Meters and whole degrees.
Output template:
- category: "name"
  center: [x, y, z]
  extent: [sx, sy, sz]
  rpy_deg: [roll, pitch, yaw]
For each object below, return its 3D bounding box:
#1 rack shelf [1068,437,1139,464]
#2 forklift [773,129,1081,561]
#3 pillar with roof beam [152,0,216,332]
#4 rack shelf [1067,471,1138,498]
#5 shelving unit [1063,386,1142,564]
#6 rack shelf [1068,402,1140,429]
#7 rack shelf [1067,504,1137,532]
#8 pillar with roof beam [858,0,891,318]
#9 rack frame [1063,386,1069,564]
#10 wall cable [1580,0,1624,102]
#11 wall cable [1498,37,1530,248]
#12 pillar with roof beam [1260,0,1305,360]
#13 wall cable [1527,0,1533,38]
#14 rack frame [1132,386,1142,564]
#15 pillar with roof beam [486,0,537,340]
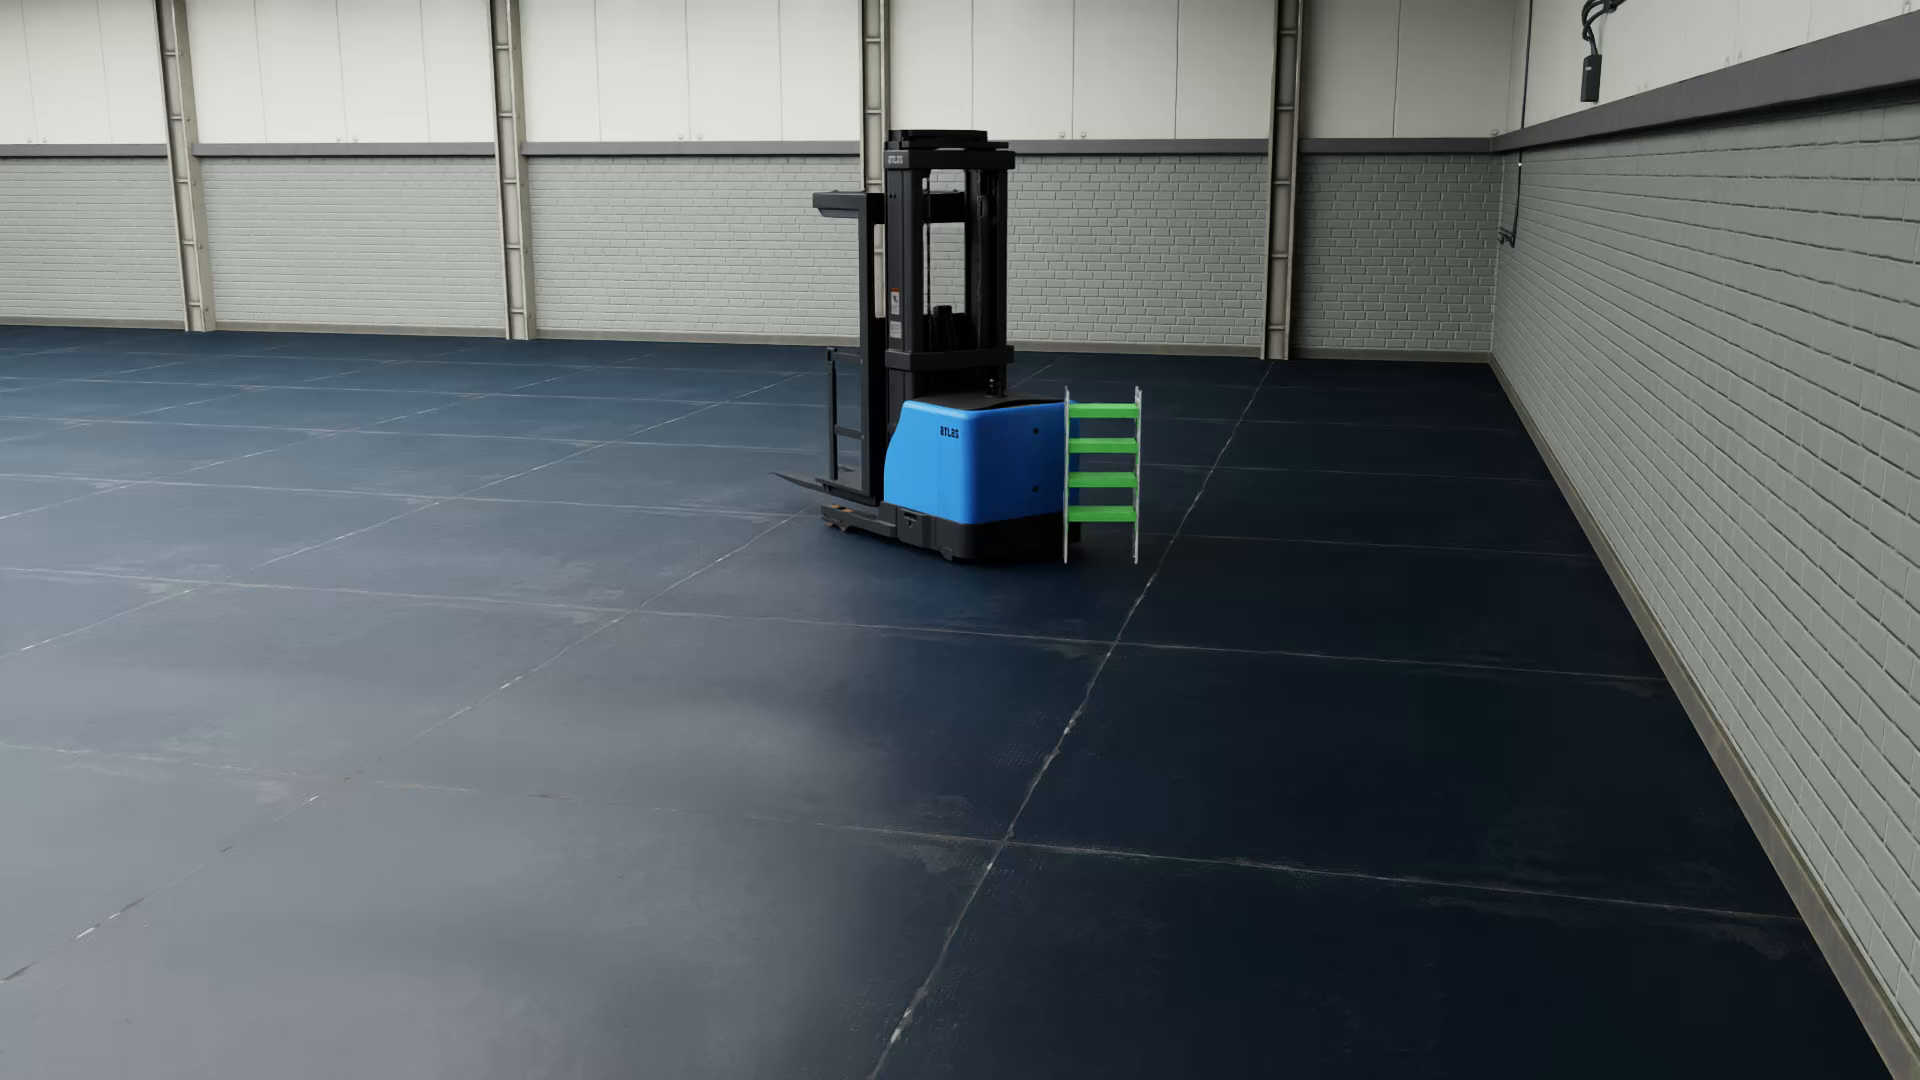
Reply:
- category: "rack shelf"
  center: [0.976, -0.620, 11.443]
  extent: [0.480, 0.148, 0.258]
  rpy_deg: [0, 13, 0]
- category: "forklift"
  center: [-0.401, -1.555, 12.475]
  extent: [1.130, 2.935, 3.031]
  rpy_deg: [-9, 15, -35]
- category: "pillar with roof beam"
  center: [-13.944, -7.052, 23.245]
  extent: [0.400, 9.000, 9.100]
  rpy_deg: [3, 13, 14]
- category: "rack shelf"
  center: [0.976, -0.385, 11.495]
  extent: [0.480, 0.148, 0.258]
  rpy_deg: [0, 13, 0]
- category: "shelving unit"
  center: [0.976, -0.448, 11.481]
  extent: [0.503, 1.200, 0.258]
  rpy_deg: [0, 13, 0]
- category: "rack shelf"
  center: [0.976, -0.854, 11.391]
  extent: [0.480, 0.148, 0.258]
  rpy_deg: [0, 13, 0]
- category: "rack shelf"
  center: [0.976, -0.151, 11.547]
  extent: [0.480, 0.148, 0.258]
  rpy_deg: [0, 13, 0]
- category: "pillar with roof beam"
  center: [-2.294, -6.430, 20.438]
  extent: [0.400, 9.000, 9.100]
  rpy_deg: [3, 13, 14]
- category: "rack frame"
  center: [0.732, -0.448, 11.481]
  extent: [0.015, 1.200, 0.240]
  rpy_deg: [0, 13, 0]
- category: "wall cable"
  center: [4.816, -6.257, 11.810]
  extent: [0.169, 6.003, 2.305]
  rpy_deg: [3, 13, 14]
- category: "wall cable"
  center: [7.106, -5.077, 21.509]
  extent: [0.112, 2.526, 3.097]
  rpy_deg: [3, 13, 14]
- category: "pillar with roof beam"
  center: [3.531, -6.118, 19.035]
  extent: [0.400, 9.000, 9.100]
  rpy_deg: [3, 13, 14]
- category: "wall cable"
  center: [6.458, -6.973, 18.398]
  extent: [0.112, 2.526, 3.097]
  rpy_deg: [3, 13, 14]
- category: "rack frame"
  center: [1.220, -0.448, 11.481]
  extent: [0.015, 1.200, 0.240]
  rpy_deg: [0, 13, 0]
- category: "pillar with roof beam"
  center: [-8.119, -6.741, 21.842]
  extent: [0.400, 9.000, 9.100]
  rpy_deg: [3, 13, 14]
